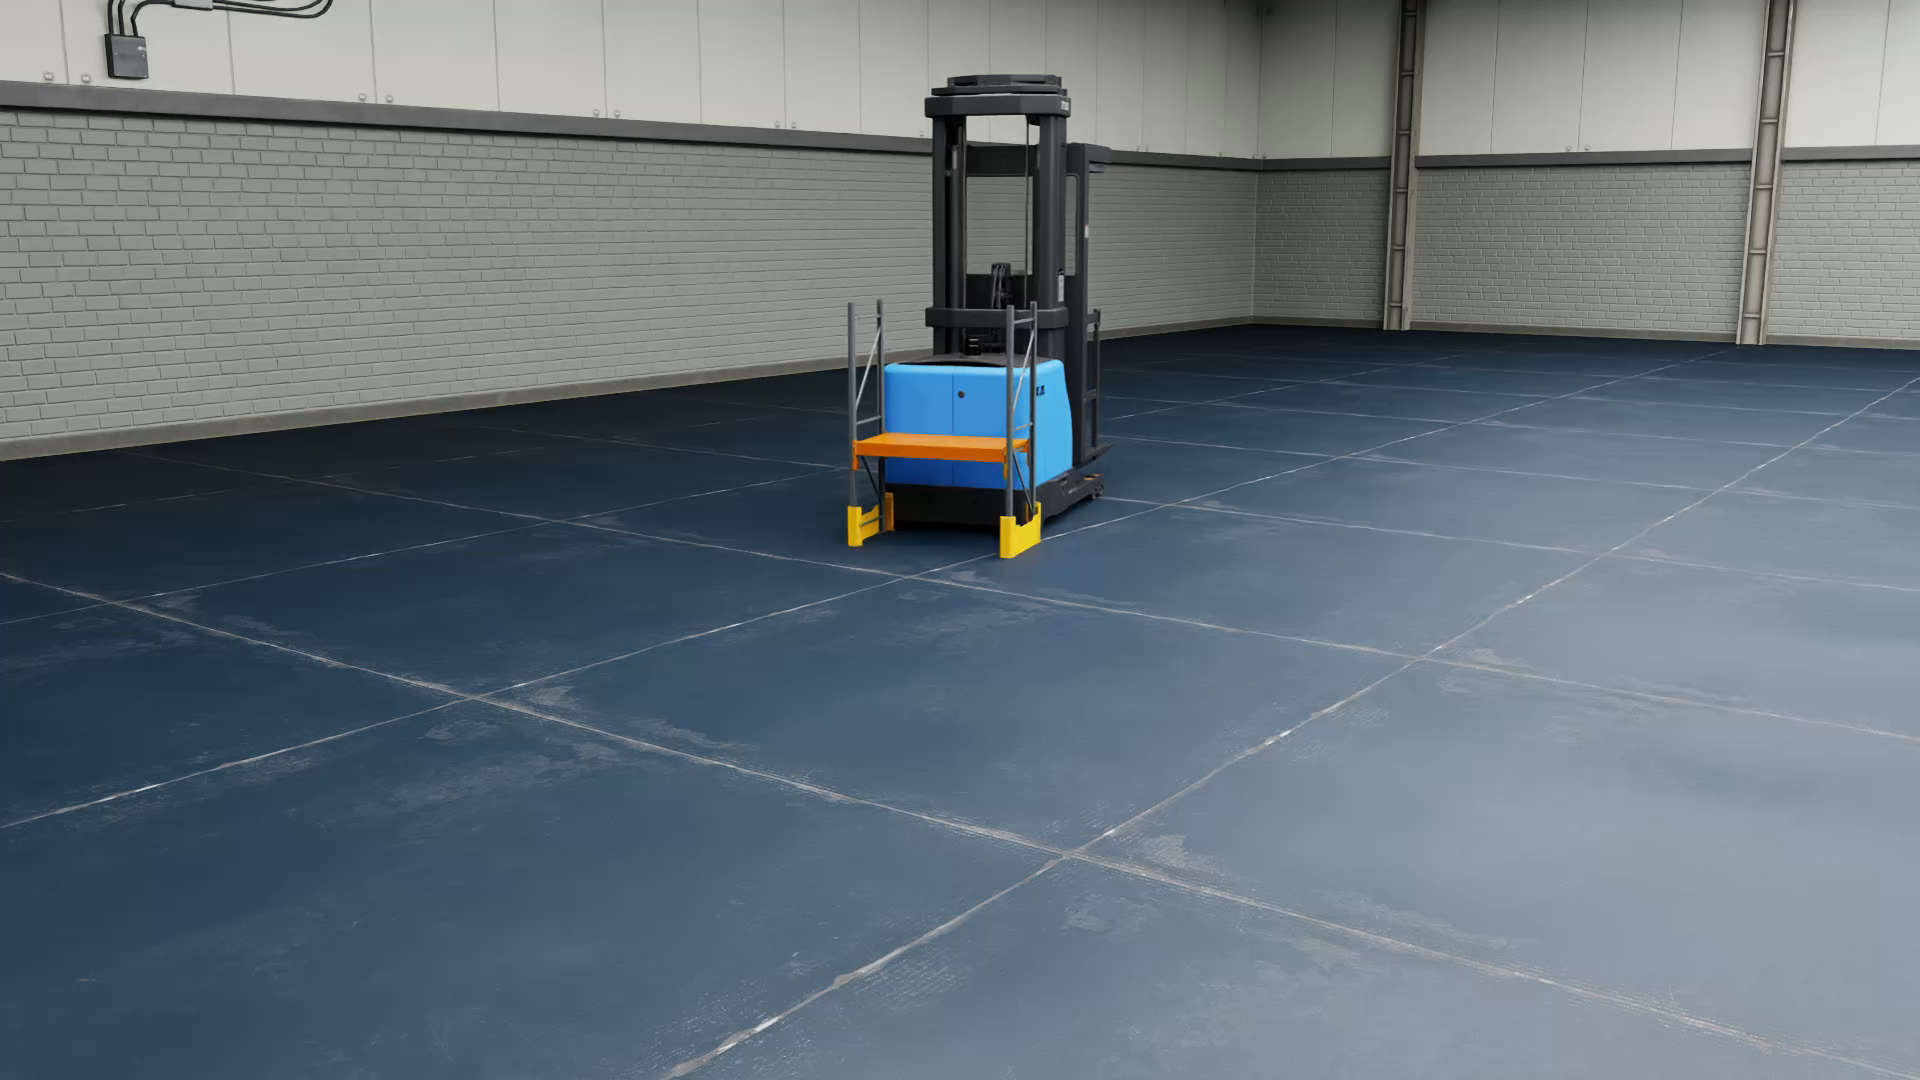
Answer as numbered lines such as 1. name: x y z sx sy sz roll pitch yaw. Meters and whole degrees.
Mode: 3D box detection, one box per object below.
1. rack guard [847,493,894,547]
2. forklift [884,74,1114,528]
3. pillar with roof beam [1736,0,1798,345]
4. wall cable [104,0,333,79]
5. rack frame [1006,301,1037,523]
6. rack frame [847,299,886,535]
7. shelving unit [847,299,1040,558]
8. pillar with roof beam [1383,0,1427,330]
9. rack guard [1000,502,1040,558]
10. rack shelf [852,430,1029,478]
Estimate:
1. rack guard: -0.565 -0.131 10.547 0.087 0.250 0.587 4 12 20
2. forklift: 0.433 -1.748 11.847 1.130 2.935 3.031 4 12 18
3. pillar with roof beam: 10.289 -6.943 22.729 0.400 9.000 9.100 8 13 36
4. wall cable: -6.604 -7.110 14.634 0.169 6.003 2.305 8 13 36
5. rack frame: 0.373 -0.679 10.093 0.032 1.500 0.500 4 12 20
6. rack frame: -0.583 -0.745 10.434 0.032 1.500 0.500 4 12 20
7. shelving unit: -0.097 -0.712 10.261 1.083 1.500 0.587 4 12 20
8. pillar with roof beam: 5.453 -7.618 26.216 0.400 9.000 9.100 8 13 36
9. rack guard: 0.371 -0.066 10.212 0.087 0.250 0.587 4 12 20
10. rack shelf: -0.105 -0.536 10.298 1.000 0.185 0.538 4 12 20
